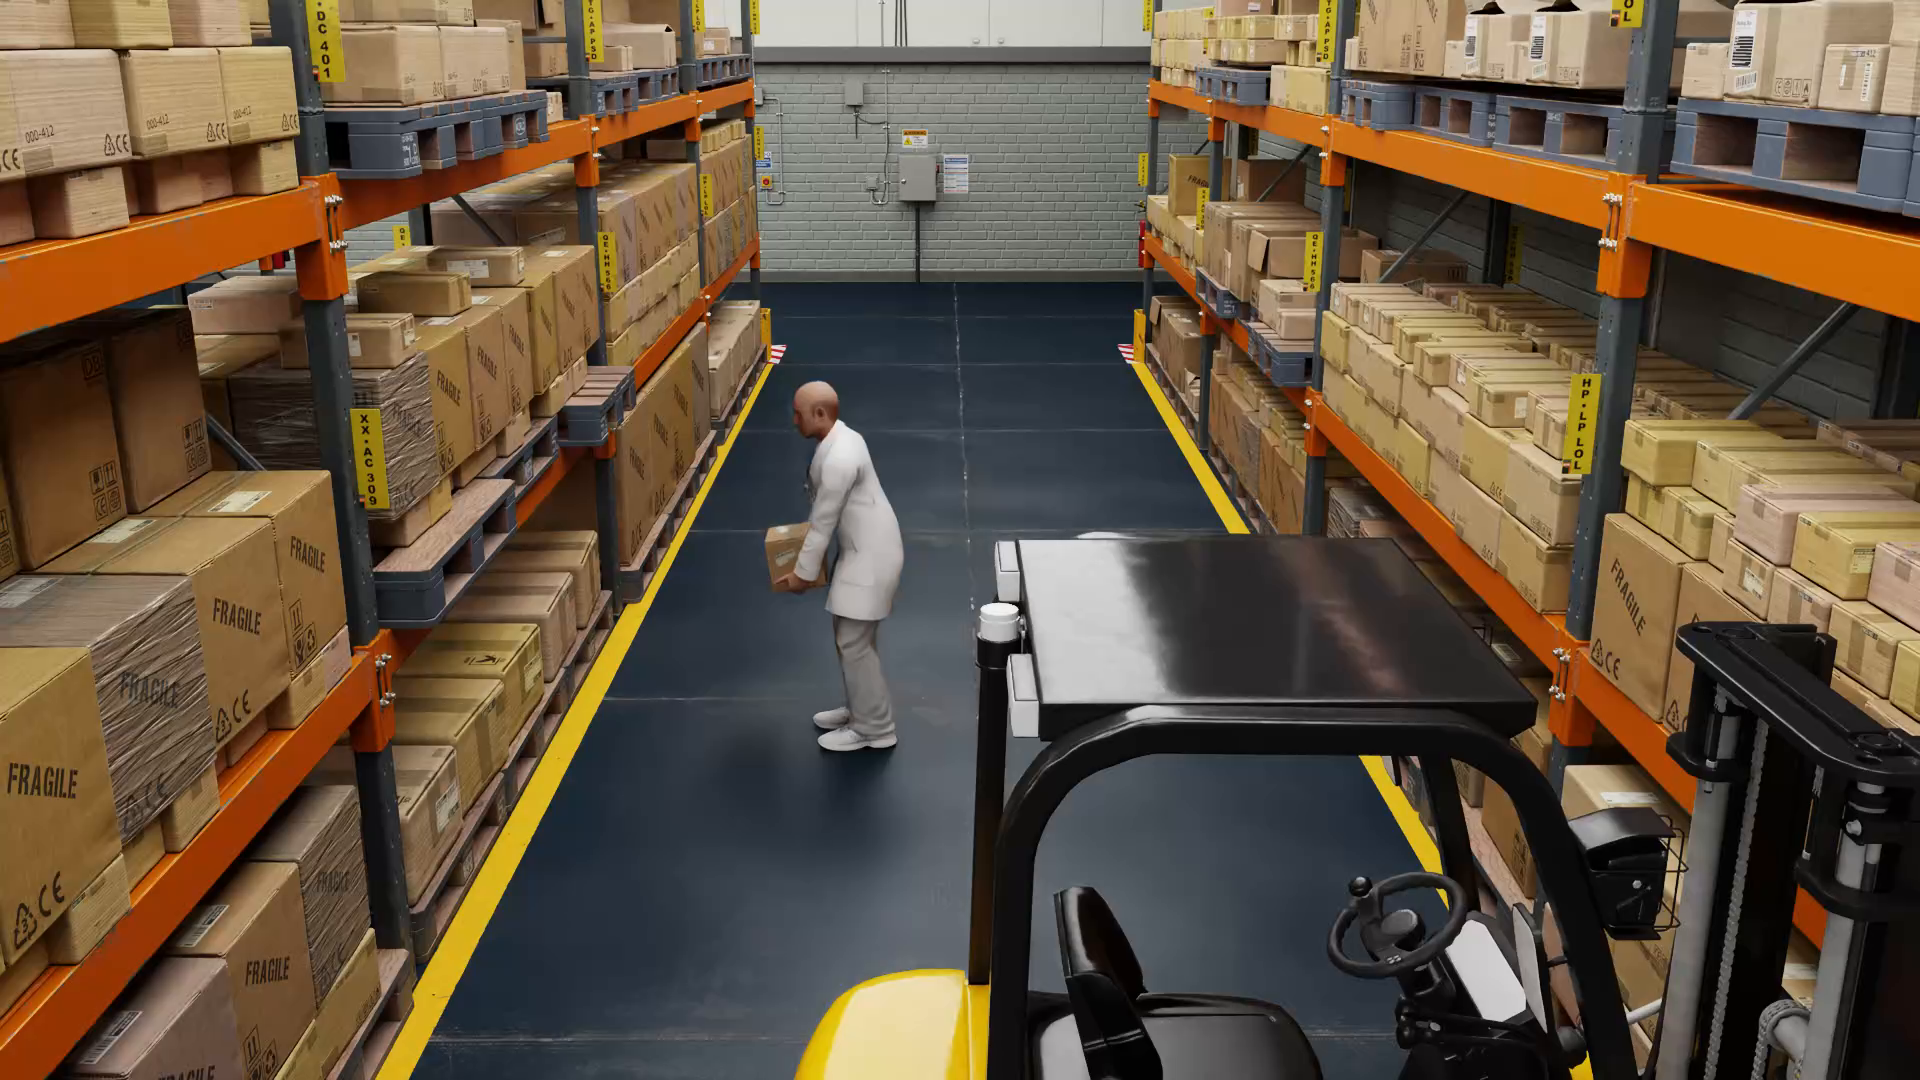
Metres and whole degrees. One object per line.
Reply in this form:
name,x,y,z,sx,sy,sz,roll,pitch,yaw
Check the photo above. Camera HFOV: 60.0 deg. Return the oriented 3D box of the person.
person,-0.561,0.113,7.767,0.601,1.744,0.530,-1,17,-2
